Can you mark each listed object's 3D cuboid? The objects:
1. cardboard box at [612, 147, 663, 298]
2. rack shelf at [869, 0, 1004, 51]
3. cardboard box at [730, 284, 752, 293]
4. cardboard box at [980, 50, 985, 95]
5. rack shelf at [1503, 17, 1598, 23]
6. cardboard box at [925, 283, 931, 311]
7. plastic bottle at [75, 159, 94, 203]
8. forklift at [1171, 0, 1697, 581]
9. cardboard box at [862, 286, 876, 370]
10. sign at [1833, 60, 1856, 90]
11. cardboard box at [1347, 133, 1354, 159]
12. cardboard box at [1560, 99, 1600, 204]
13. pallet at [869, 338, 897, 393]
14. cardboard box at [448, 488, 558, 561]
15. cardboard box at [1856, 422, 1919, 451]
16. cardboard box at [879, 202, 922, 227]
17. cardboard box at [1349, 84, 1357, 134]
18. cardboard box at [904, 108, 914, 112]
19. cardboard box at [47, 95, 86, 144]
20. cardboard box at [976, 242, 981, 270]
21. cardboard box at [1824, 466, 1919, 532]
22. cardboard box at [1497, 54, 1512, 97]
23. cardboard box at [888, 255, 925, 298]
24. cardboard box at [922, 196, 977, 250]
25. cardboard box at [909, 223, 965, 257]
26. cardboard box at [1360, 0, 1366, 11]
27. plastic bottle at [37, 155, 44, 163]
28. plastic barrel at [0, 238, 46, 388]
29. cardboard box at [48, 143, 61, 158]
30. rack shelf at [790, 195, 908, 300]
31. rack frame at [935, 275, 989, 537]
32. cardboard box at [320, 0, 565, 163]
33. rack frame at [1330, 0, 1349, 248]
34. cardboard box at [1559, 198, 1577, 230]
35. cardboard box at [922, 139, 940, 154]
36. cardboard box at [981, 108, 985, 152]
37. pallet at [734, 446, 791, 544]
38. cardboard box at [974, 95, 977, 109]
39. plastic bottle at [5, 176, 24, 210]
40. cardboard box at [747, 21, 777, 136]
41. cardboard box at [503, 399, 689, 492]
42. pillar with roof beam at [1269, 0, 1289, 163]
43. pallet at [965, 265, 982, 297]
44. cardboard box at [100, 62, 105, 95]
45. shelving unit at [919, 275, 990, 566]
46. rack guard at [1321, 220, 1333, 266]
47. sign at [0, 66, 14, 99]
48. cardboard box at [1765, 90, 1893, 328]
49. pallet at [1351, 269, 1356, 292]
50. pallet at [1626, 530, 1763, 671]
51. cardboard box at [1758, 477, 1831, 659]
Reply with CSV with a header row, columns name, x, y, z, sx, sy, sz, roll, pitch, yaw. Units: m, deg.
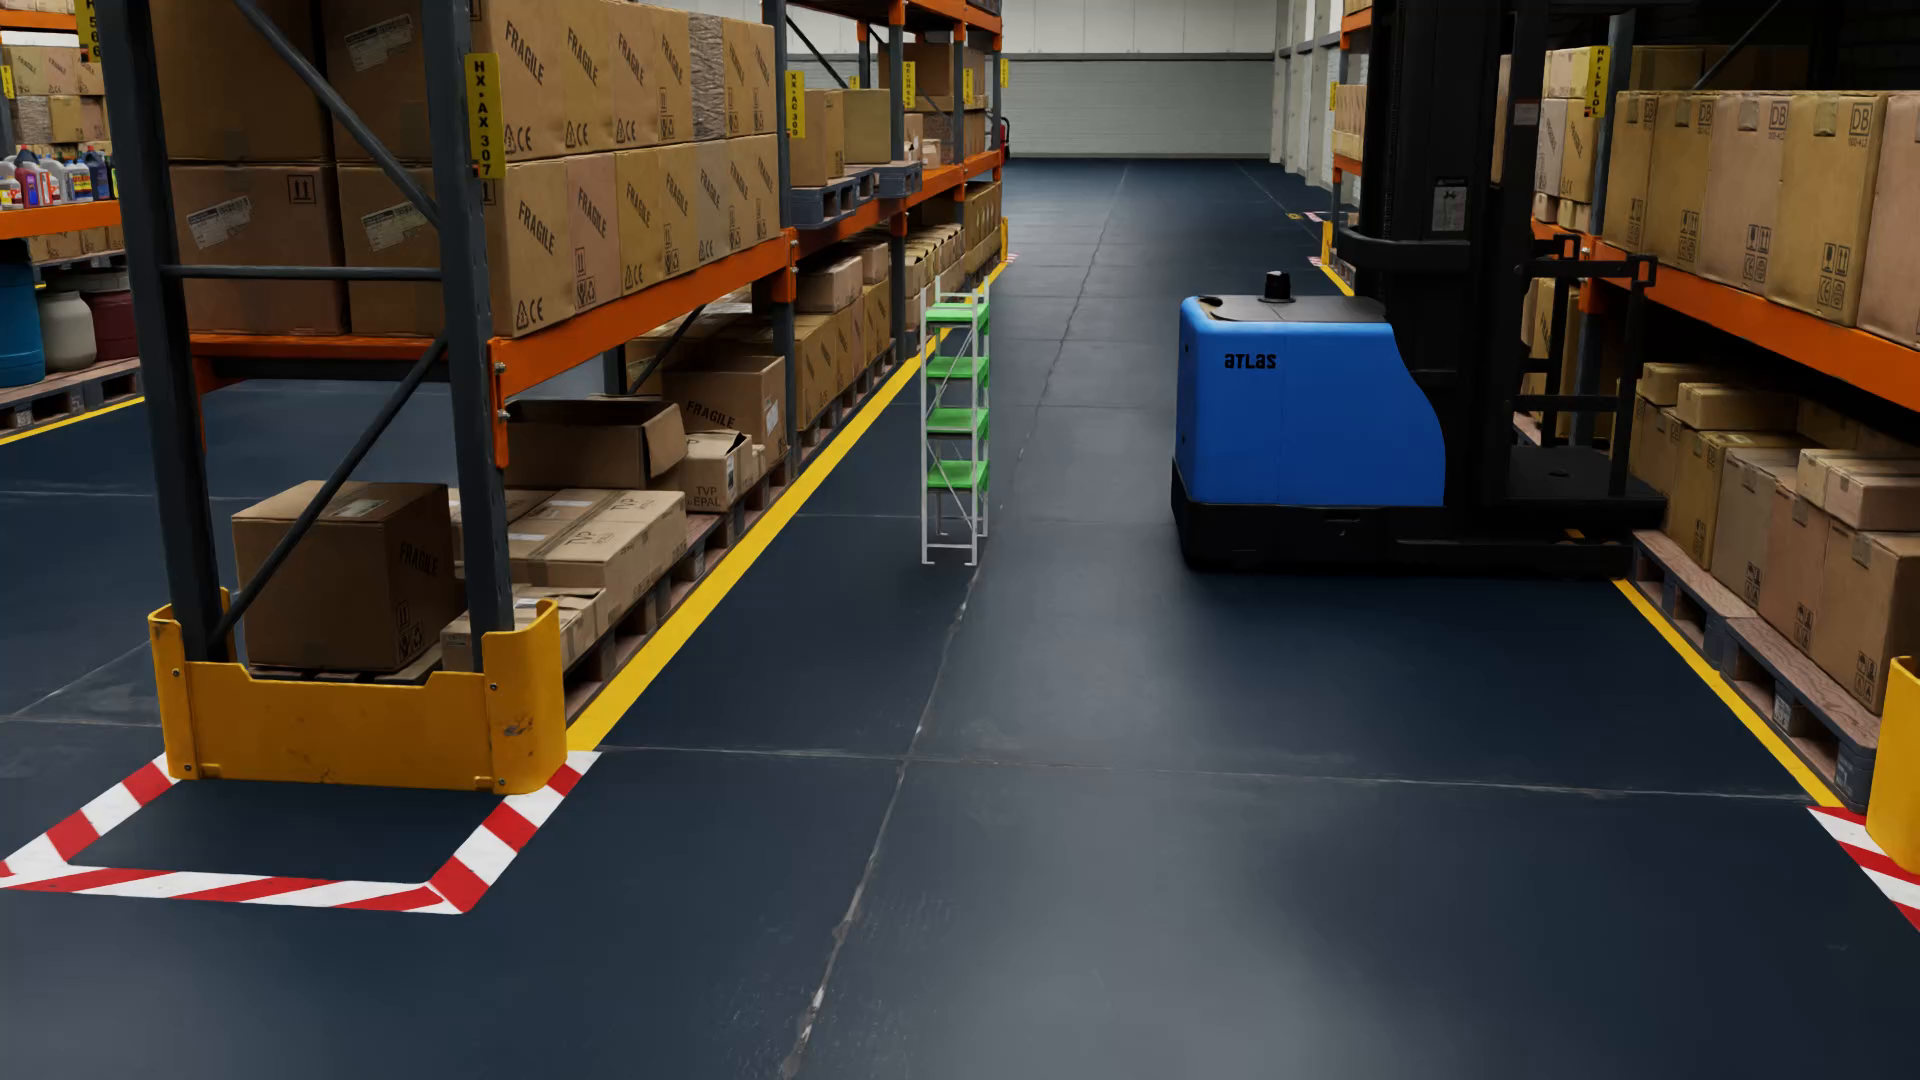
name,x,y,z,sx,sy,sz,roll,pitch,yaw
cardboard box,-1.394,-1.158,6.006,0.500,0.500,0.500,2,15,6
rack shelf,-0.239,-5.470,17.776,1.077,0.370,4.000,2,15,6
cardboard box,-1.367,-1.443,11.199,0.500,0.500,0.500,1,15,6
cardboard box,-0.085,-5.428,19.312,0.700,0.500,0.500,2,15,6
rack shelf,4.232,-4.287,13.403,1.077,0.370,4.000,2,15,6
cardboard box,-0.510,-1.946,13.575,0.500,0.250,0.500,1,15,5
plastic bottle,-5.676,-2.324,10.756,0.097,0.271,0.097,0,15,0
forklift,2.508,-1.384,7.166,3.031,2.935,1.130,1,15,3
cardboard box,-0.847,-1.435,11.168,0.500,0.500,0.500,1,15,4
sign,4.106,-2.071,7.763,0.100,0.325,0.005,2,15,6
cardboard box,4.371,-4.165,17.567,0.500,0.250,0.500,2,15,7
cardboard box,3.356,-1.959,8.362,0.500,0.500,0.500,1,15,5
pallet,-1.038,-1.274,11.970,1.003,0.211,1.213,2,15,6
cardboard box,-1.865,-0.017,6.403,0.500,0.250,0.500,2,15,6
cardboard box,3.381,-0.311,5.807,0.380,0.149,0.250,2,15,7
cardboard box,-0.562,-3.344,17.308,0.500,0.500,0.500,2,15,6
cardboard box,4.380,-4.531,17.485,0.500,0.500,0.500,2,15,8
cardboard box,-0.647,-4.289,16.342,0.380,0.149,0.250,2,15,6
cardboard box,-10.104,-4.579,18.087,0.875,0.500,0.500,2,15,6
cardboard box,-0.050,-2.967,17.350,0.500,0.250,0.500,2,15,6
cardboard box,2.917,-0.125,5.121,0.380,0.149,0.250,2,15,6
cardboard box,3.586,-2.852,10.227,0.500,0.250,0.500,2,15,7
cardboard box,-0.565,-2.086,13.020,0.500,0.311,0.500,2,15,8
cardboard box,-0.101,-3.199,16.772,0.500,0.500,0.500,2,15,6
cardboard box,-0.226,-2.883,15.966,0.500,0.311,0.500,2,15,6
cardboard box,4.433,-5.757,17.229,0.500,0.500,0.500,3,15,10
plastic bottle,-6.352,-2.526,11.504,0.097,0.271,0.097,0,15,0
plastic barrel,-6.131,-1.436,10.443,0.600,0.901,0.708,2,15,6
cardboard box,-9.943,-4.199,17.925,0.380,0.149,0.250,2,15,6
rack shelf,-1.142,-1.947,10.494,1.077,0.370,4.000,2,15,6
rack frame,0.009,-0.600,7.581,0.240,1.200,0.015,2,15,6
cardboard box,-1.507,-1.376,4.898,0.500,0.500,0.500,2,15,8
rack frame,4.909,-4.743,19.456,1.000,3.000,0.127,2,15,6
cardboard box,3.317,-1.681,8.576,0.380,0.149,0.250,2,15,7
cardboard box,-0.477,-3.649,15.698,0.500,0.250,0.500,3,15,10
cardboard box,-0.079,-4.815,19.532,0.700,0.500,0.500,2,15,6
pallet,-1.446,-0.251,8.187,1.003,0.211,1.213,2,15,6
cardboard box,-0.012,-4.809,18.265,0.380,0.149,0.250,2,15,8
plastic bottle,-5.755,-2.110,10.099,0.097,0.201,0.097,0,15,0
cardboard box,-1.167,-2.168,7.825,0.500,0.500,0.500,2,15,7
cardboard box,-1.575,-0.295,6.948,0.797,0.503,0.637,2,15,6
pillar with roof beam,4.797,-15.339,47.151,9.100,9.000,0.400,2,15,6
pallet,-0.334,-2.709,17.277,1.003,0.211,1.213,2,15,6
cardboard box,-9.847,-5.316,18.899,0.500,0.500,0.500,2,15,6
shelving unit,-0.019,-0.536,7.347,0.258,1.200,0.503,2,15,6
rack guard,4.900,-3.517,19.709,1.175,0.500,0.348,2,15,6
sign,-9.756,-4.687,17.030,0.100,0.325,0.005,2,15,6
cardboard box,3.222,-1.060,5.259,0.980,0.700,0.700,2,15,6
pallet,4.498,-2.535,16.631,1.003,0.211,1.213,2,15,6
pallet,3.256,0.228,6.415,1.003,0.211,1.213,2,15,6
cardboard box,3.139,0.097,5.543,0.700,0.500,0.500,2,15,6
